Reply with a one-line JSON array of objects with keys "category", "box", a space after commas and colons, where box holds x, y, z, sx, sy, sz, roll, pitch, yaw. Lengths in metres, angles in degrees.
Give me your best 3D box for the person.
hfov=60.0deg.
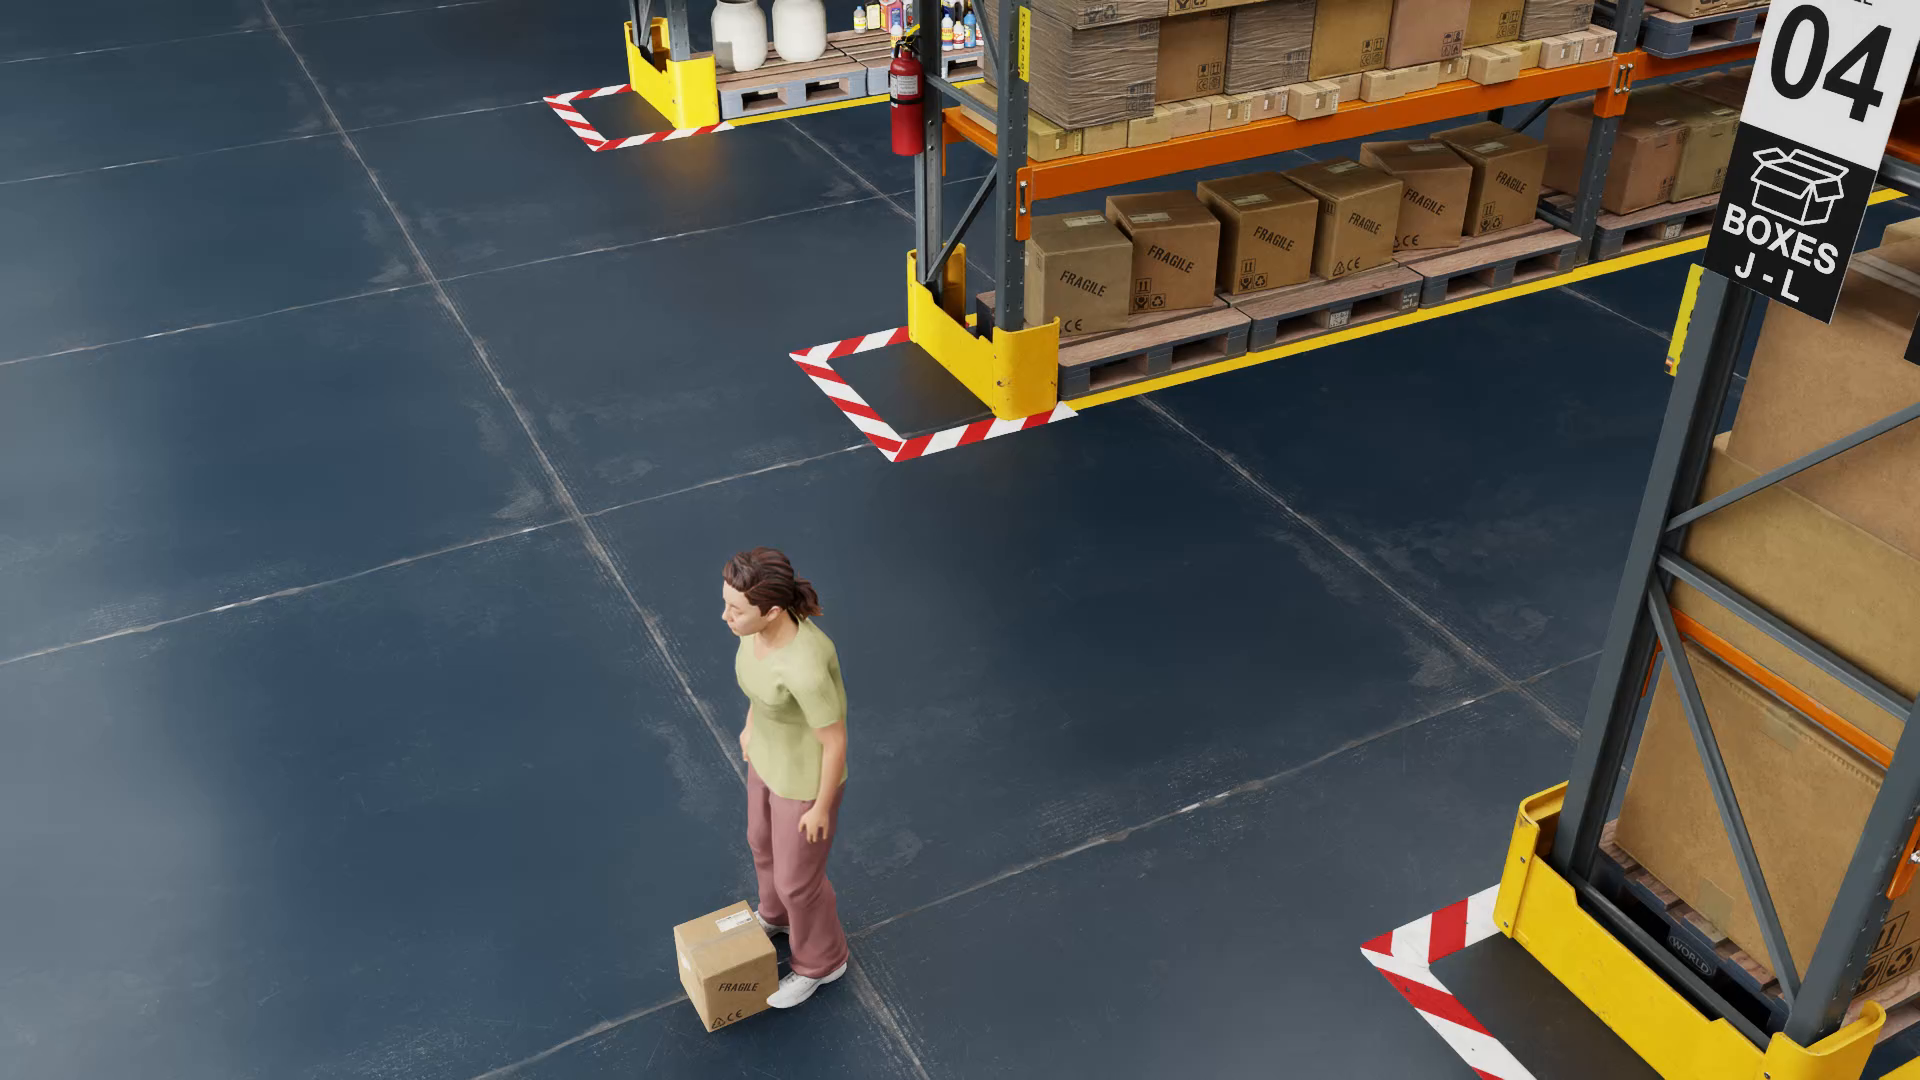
[{"category": "person", "box": [-0.529, 0.709, 5.056, 0.354, 1.673, 0.520, -18, 37, -25]}]
